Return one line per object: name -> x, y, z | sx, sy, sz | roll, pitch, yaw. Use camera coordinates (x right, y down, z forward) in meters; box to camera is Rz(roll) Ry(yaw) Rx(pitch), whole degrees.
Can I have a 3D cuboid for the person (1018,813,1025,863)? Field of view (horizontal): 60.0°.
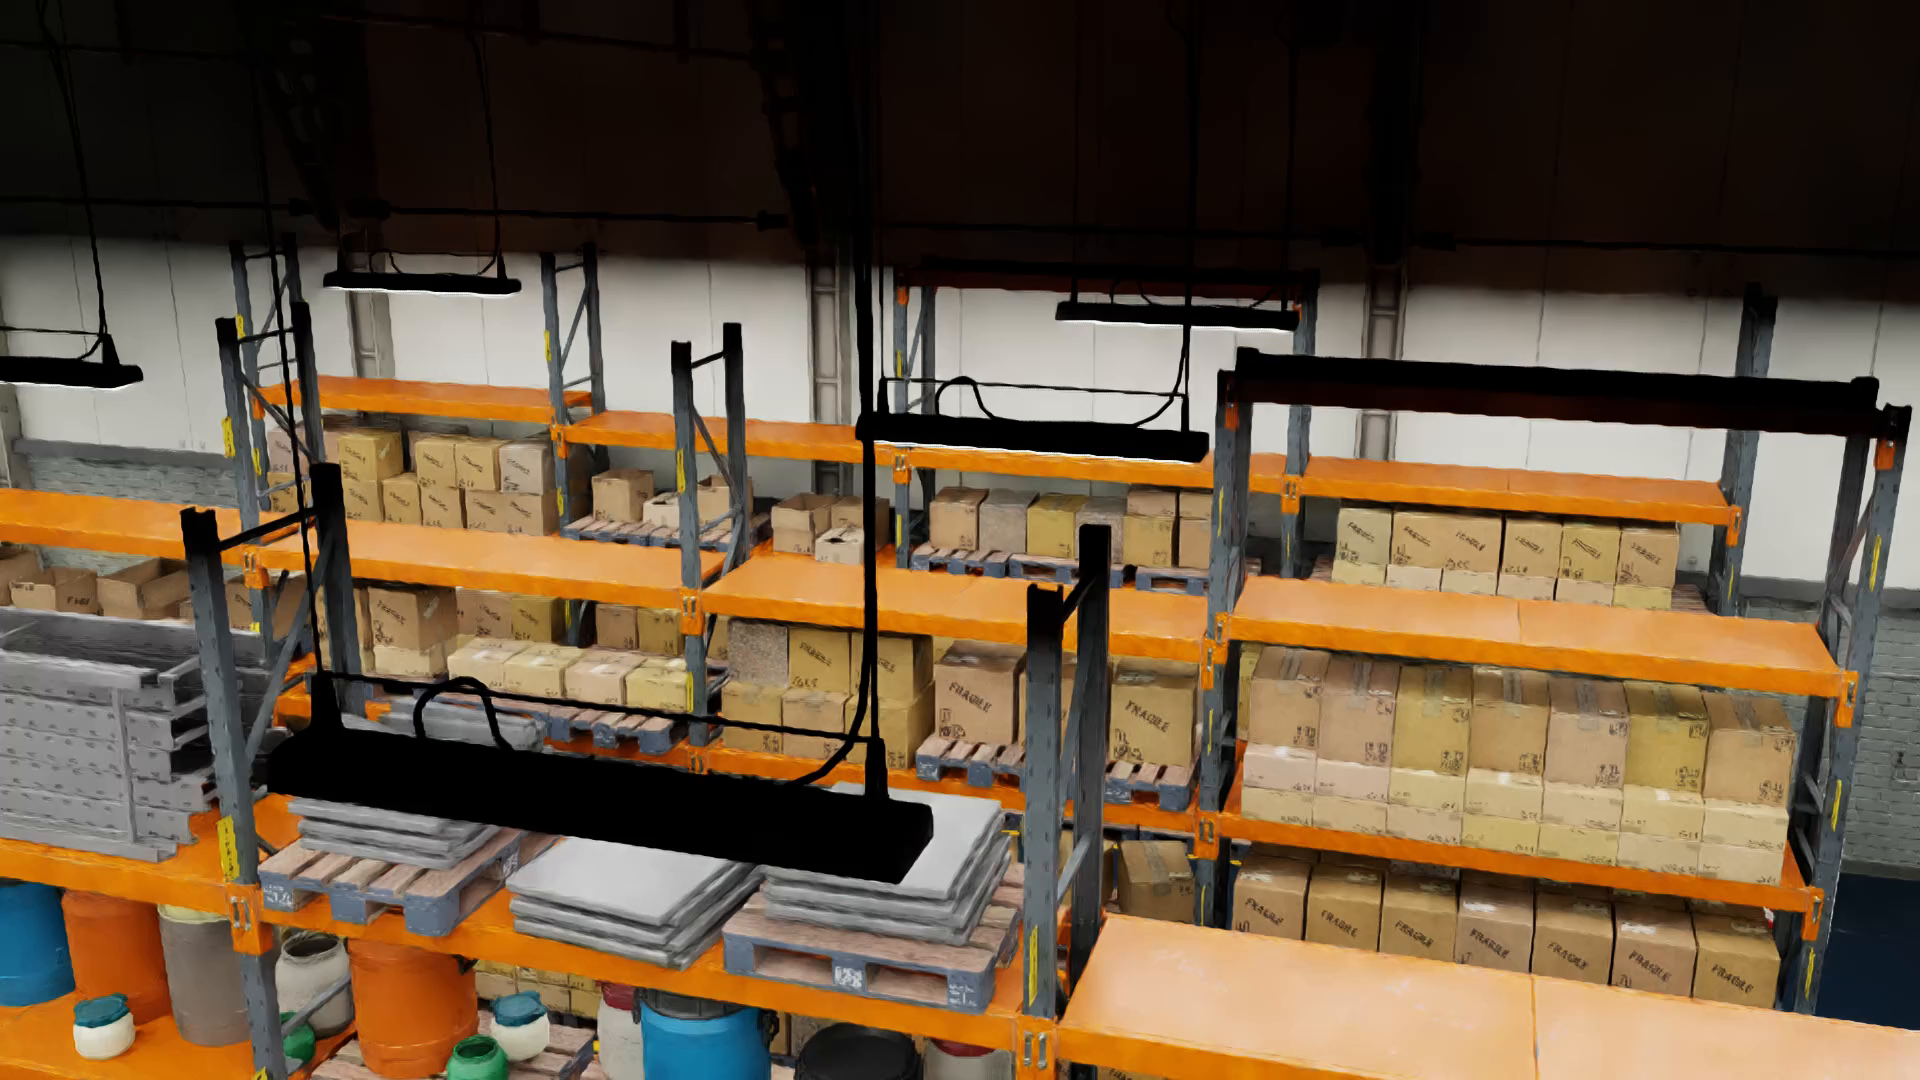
person -> 0.700, 2.964, 15.545 | 1.110, 1.590, 0.448 | 5, 17, 18
